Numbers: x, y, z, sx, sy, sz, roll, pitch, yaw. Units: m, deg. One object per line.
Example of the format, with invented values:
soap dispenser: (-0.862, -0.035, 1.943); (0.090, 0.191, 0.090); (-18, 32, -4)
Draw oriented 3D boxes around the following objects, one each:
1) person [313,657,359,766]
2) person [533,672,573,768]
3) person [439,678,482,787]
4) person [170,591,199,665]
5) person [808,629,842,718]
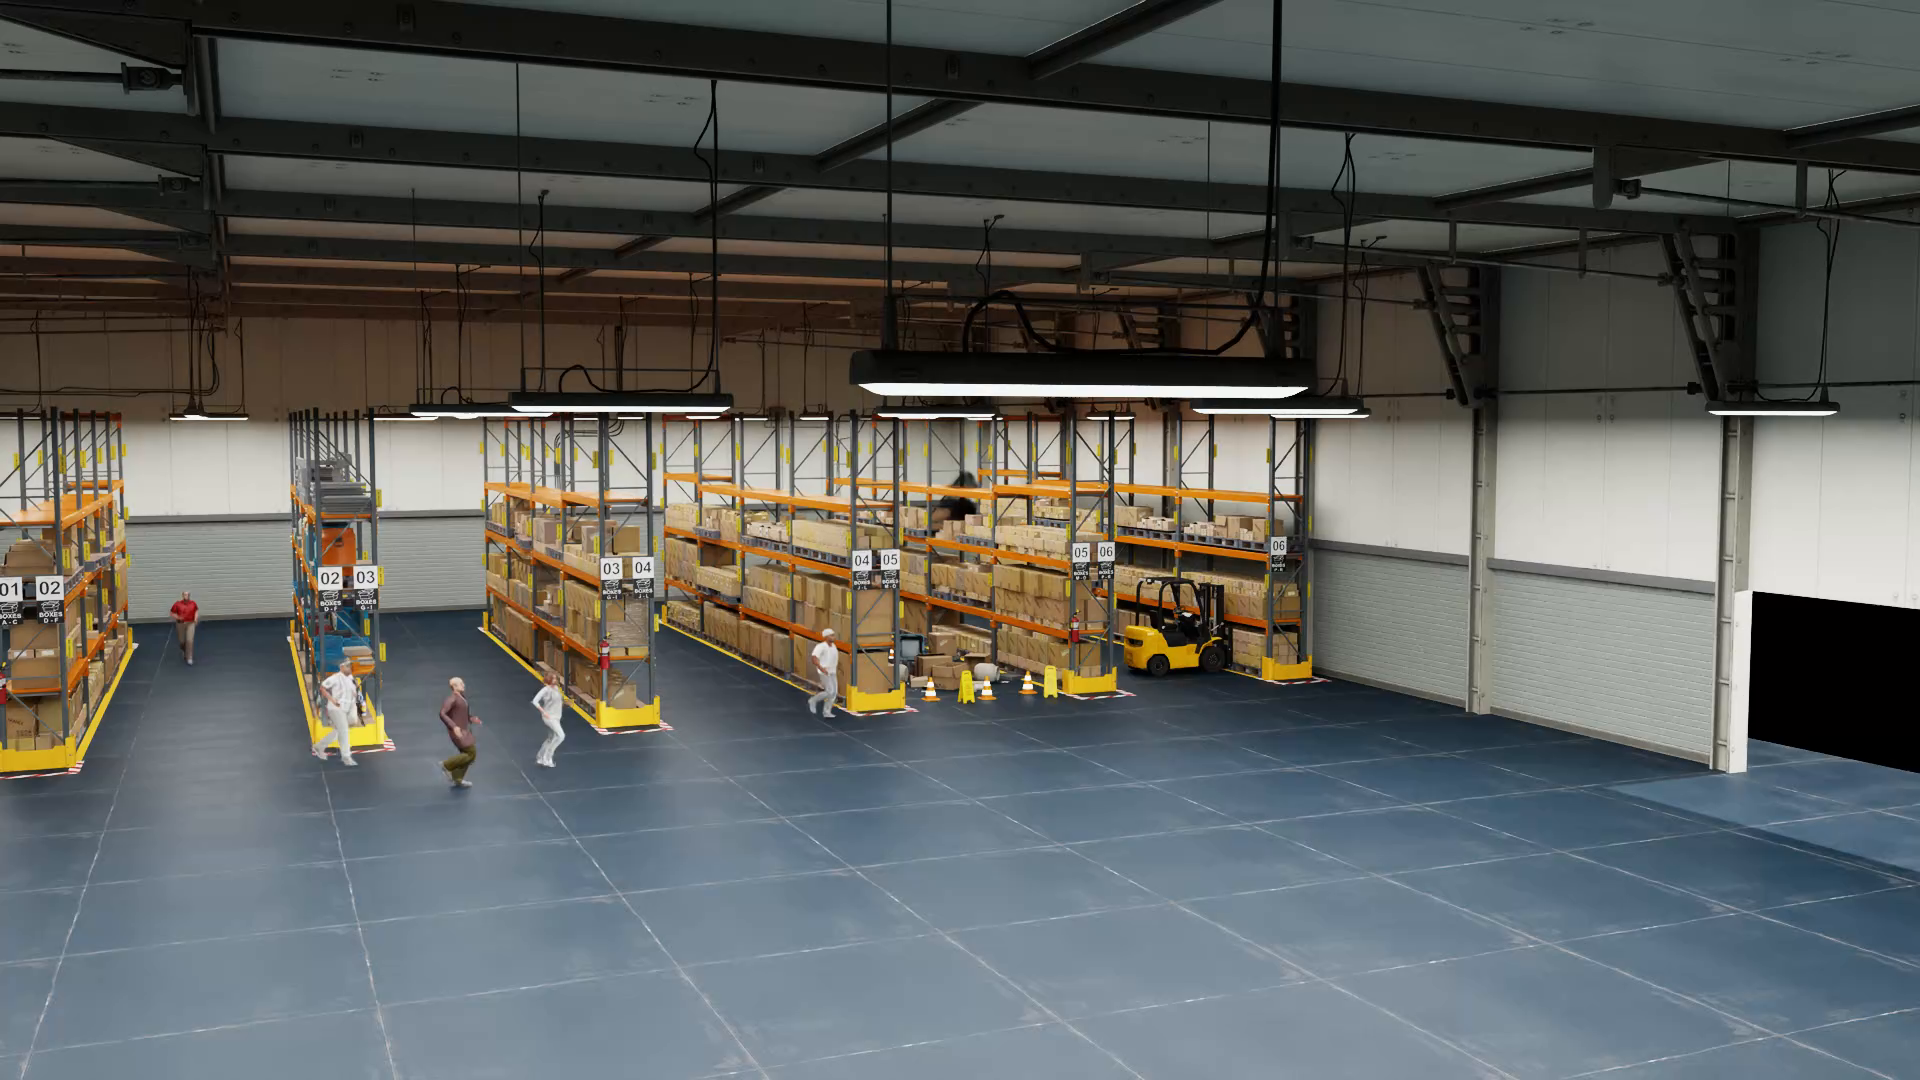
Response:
person: (-10.491, 2.892, 28.174); (0.878, 1.807, 0.677); (1, 4, 12)
person: (-6.767, 2.988, 27.657); (0.637, 1.589, 0.528); (1, 4, 11)
person: (-7.862, 3.025, 26.167); (0.632, 1.733, 0.707); (0, 4, -2)
person: (-18.558, 2.120, 39.834); (0.652, 1.669, 0.860); (-2, 5, -32)
person: (-2.607, 2.597, 32.497); (0.591, 1.723, 0.765); (2, 5, 28)
